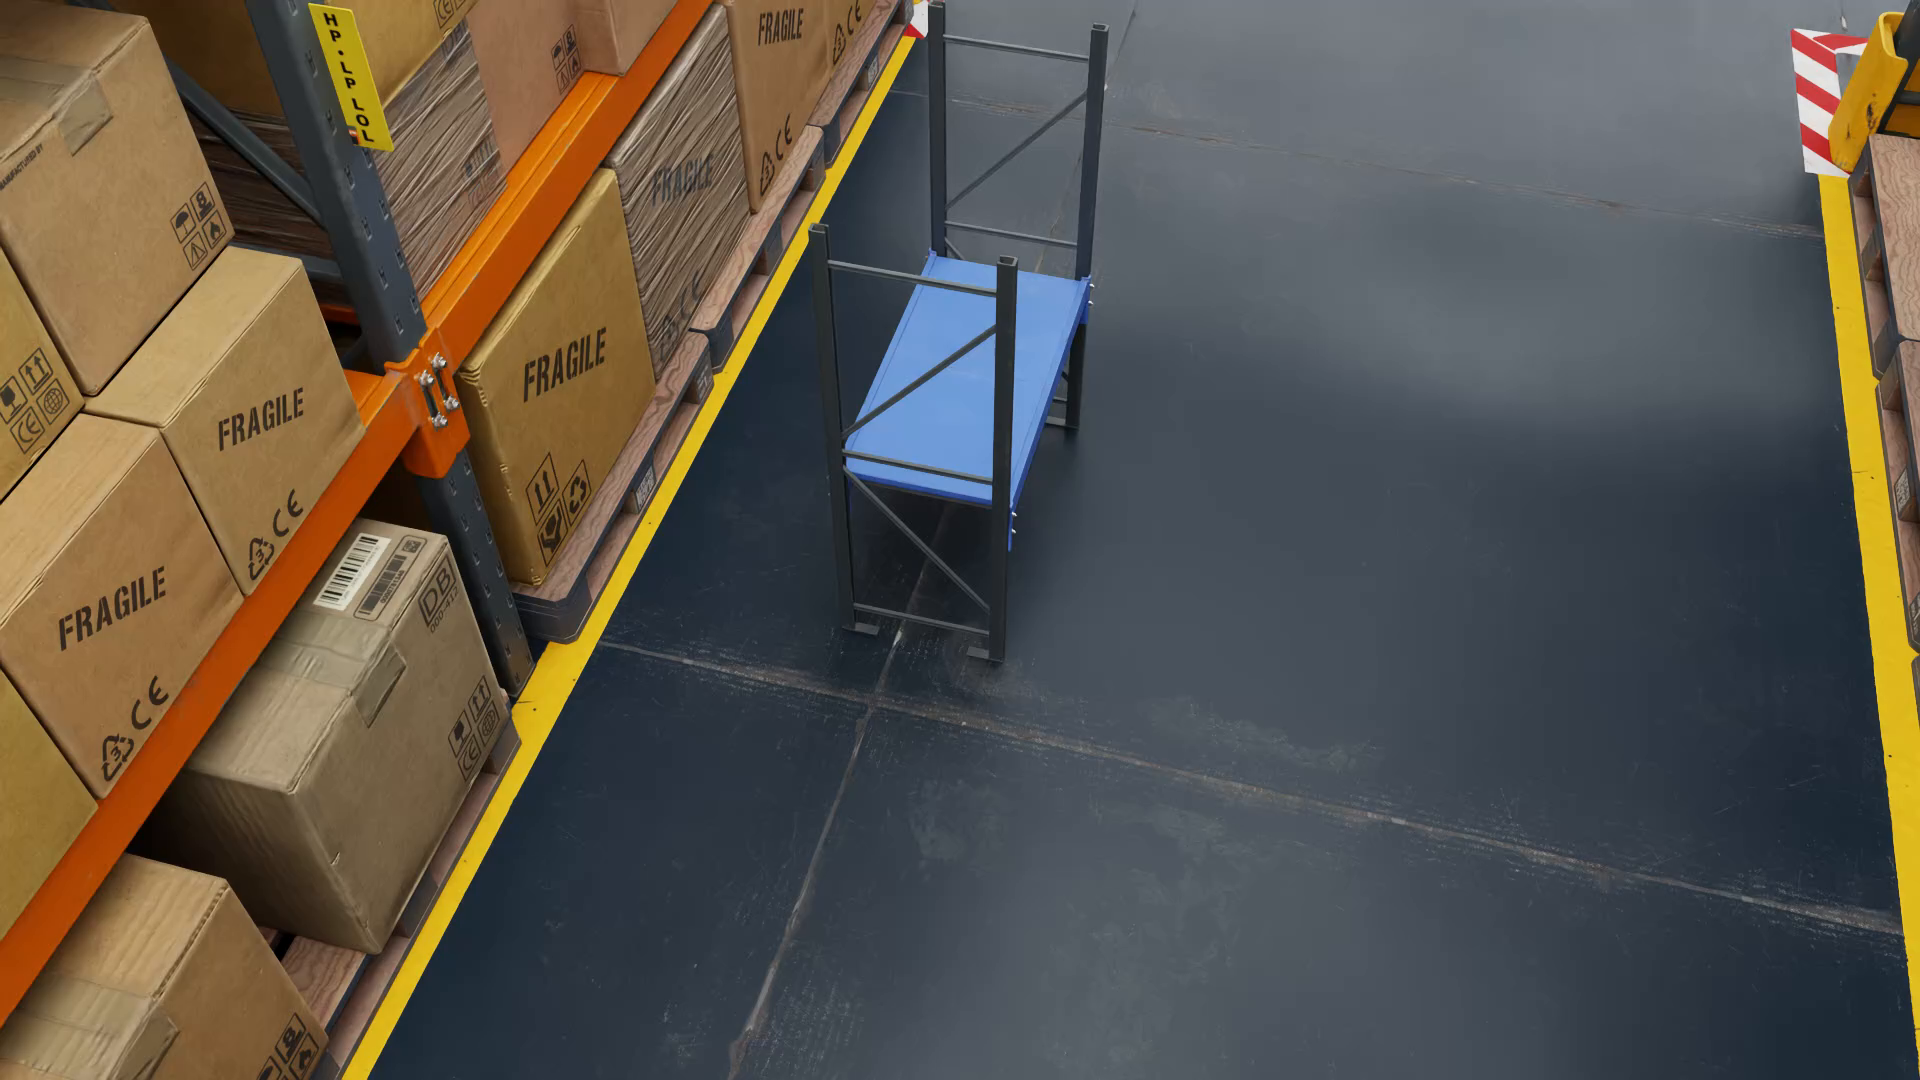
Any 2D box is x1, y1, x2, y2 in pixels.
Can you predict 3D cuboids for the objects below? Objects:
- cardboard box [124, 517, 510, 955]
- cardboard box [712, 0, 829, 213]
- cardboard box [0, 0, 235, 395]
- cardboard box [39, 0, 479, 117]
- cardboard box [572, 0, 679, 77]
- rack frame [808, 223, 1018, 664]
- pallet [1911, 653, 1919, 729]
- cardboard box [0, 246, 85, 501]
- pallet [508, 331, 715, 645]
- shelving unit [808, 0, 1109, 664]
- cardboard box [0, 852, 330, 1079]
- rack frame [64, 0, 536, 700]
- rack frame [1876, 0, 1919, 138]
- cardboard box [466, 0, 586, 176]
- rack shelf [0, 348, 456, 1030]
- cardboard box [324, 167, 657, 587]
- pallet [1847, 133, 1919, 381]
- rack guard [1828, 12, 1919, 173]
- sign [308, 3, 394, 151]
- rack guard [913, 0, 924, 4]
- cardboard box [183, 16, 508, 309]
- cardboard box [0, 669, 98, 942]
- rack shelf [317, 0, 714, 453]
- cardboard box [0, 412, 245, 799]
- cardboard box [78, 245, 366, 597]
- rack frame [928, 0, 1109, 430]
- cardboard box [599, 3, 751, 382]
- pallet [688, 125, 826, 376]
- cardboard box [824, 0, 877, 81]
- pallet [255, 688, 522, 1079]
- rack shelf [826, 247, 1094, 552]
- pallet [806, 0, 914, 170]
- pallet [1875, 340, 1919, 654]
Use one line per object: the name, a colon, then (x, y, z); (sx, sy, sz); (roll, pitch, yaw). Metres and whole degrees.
cardboard box: (-1.828, 0.402, 4.115); (1.050, 0.750, 0.750); (11, 50, 10)
cardboard box: (-1.043, -1.859, 6.027); (0.875, 0.875, 0.875); (11, 49, 9)
cardboard box: (-1.877, -0.674, 3.110); (0.700, 0.500, 0.500); (11, 49, 9)
cardboard box: (-1.622, -1.337, 3.609); (0.875, 0.550, 0.550); (12, 50, 10)
cardboard box: (-1.288, -1.758, 4.701); (0.875, 0.550, 0.550); (12, 50, 10)
rack frame: (-0.111, -0.190, 4.418); (0.500, 1.500, 0.032); (12, 50, 10)
pallet: (3.149, 0.812, 4.393); (1.003, 0.211, 1.213); (12, 50, 10)
cardboard box: (-2.010, -0.301, 2.782); (0.700, 0.500, 0.500); (11, 49, 9)
pallet: (-1.476, -0.282, 5.358); (1.003, 0.211, 1.213); (12, 50, 10)
shelving unit: (0.022, -0.558, 4.742); (0.538, 1.500, 1.048); (12, 50, 10)
cardboard box: (-2.086, 1.099, 3.500); (1.050, 0.750, 0.750); (12, 50, 10)
rack frame: (-1.752, -0.670, 3.841); (1.000, 3.000, 0.127); (12, 50, 10)
rack frame: (4.059, -2.511, 5.466); (1.000, 3.000, 0.127); (12, 50, 10)
cardboard box: (-1.543, -1.391, 4.377); (0.875, 0.550, 0.550); (12, 50, 10)
rack shelf: (-2.278, 1.015, 2.834); (1.077, 0.370, 4.000); (12, 50, 10)
cardboard box: (-1.519, -0.547, 4.869); (0.875, 0.875, 0.875); (12, 50, 11)
pallet: (3.792, -0.953, 5.950); (1.003, 0.211, 1.213); (12, 50, 10)
rack guard: (4.039, -1.629, 6.354); (1.175, 0.500, 0.348); (12, 50, 10)
sign: (-1.226, -0.927, 3.348); (0.100, 0.325, 0.005); (12, 50, 10)
rack guard: (-0.693, -2.753, 7.347); (1.175, 0.500, 0.348); (12, 50, 10)
cardboard box: (-1.666, -0.989, 4.022); (0.875, 0.550, 0.550); (12, 50, 10)
cardboard box: (-1.897, 0.458, 2.778); (0.500, 0.500, 0.500); (12, 50, 10)
rack shelf: (-1.225, -1.879, 5.387); (1.077, 0.370, 4.000); (12, 50, 10)
cardboard box: (-1.764, 0.093, 3.101); (0.500, 0.500, 0.500); (11, 50, 10)
cardboard box: (-1.631, -0.273, 3.423); (0.500, 0.500, 0.500); (11, 50, 10)
rack frame: (0.156, -0.926, 5.067); (0.500, 1.500, 0.032); (12, 50, 10)
cardboard box: (-1.285, -1.200, 5.445); (0.875, 0.875, 0.875); (12, 50, 10)
pallet: (-1.157, -1.167, 6.139); (1.003, 0.211, 1.213); (12, 50, 10)
cardboard box: (-0.814, -2.496, 6.589); (0.875, 0.875, 0.875); (12, 50, 10)
pallet: (-1.882, 0.826, 4.380); (1.003, 0.211, 1.213); (12, 50, 10)
rack shelf: (0.022, -0.439, 4.877); (0.538, 0.185, 1.000); (12, 50, 10)
pallet: (-0.834, -2.047, 6.916); (1.003, 0.211, 1.213); (12, 50, 10)
pallet: (3.468, -0.073, 5.174); (1.003, 0.211, 1.213); (12, 50, 10)
